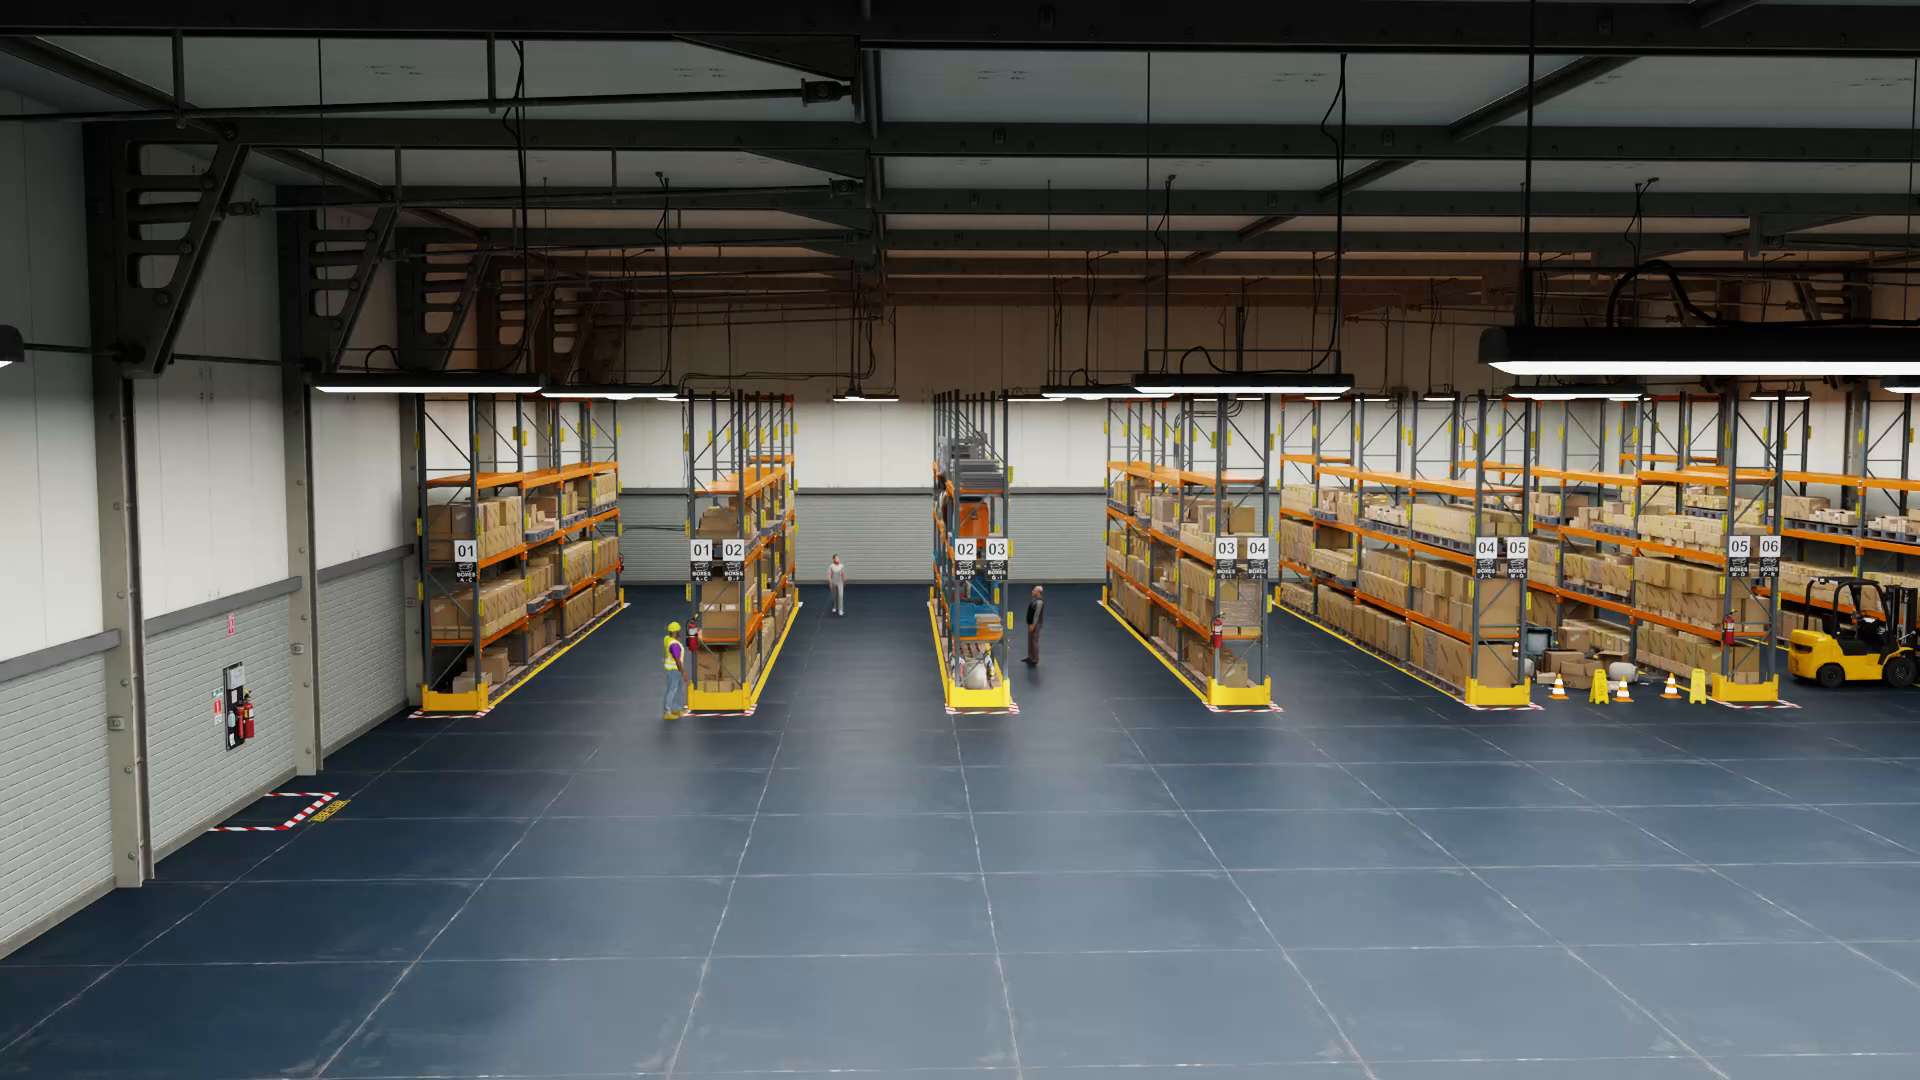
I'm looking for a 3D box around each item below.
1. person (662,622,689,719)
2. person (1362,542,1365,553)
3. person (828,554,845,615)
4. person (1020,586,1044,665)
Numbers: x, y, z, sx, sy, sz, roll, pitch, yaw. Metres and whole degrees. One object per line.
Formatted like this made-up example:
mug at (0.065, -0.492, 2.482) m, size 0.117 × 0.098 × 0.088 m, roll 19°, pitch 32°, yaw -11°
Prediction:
person at (-5.206, 2.385, 30.351) m, size 0.497 × 1.798 × 0.695 m, roll -1°, pitch 5°, yaw -12°
person at (11.555, 0.892, 48.293) m, size 1.018 × 1.740 × 0.714 m, roll 2°, pitch 5°, yaw 22°
person at (-3.362, 1.200, 45.344) m, size 0.461 × 1.619 × 0.978 m, roll -1°, pitch 5°, yaw -9°
person at (1.584, 1.872, 36.552) m, size 0.513 × 1.722 × 0.556 m, roll 0°, pitch 5°, yaw 3°
